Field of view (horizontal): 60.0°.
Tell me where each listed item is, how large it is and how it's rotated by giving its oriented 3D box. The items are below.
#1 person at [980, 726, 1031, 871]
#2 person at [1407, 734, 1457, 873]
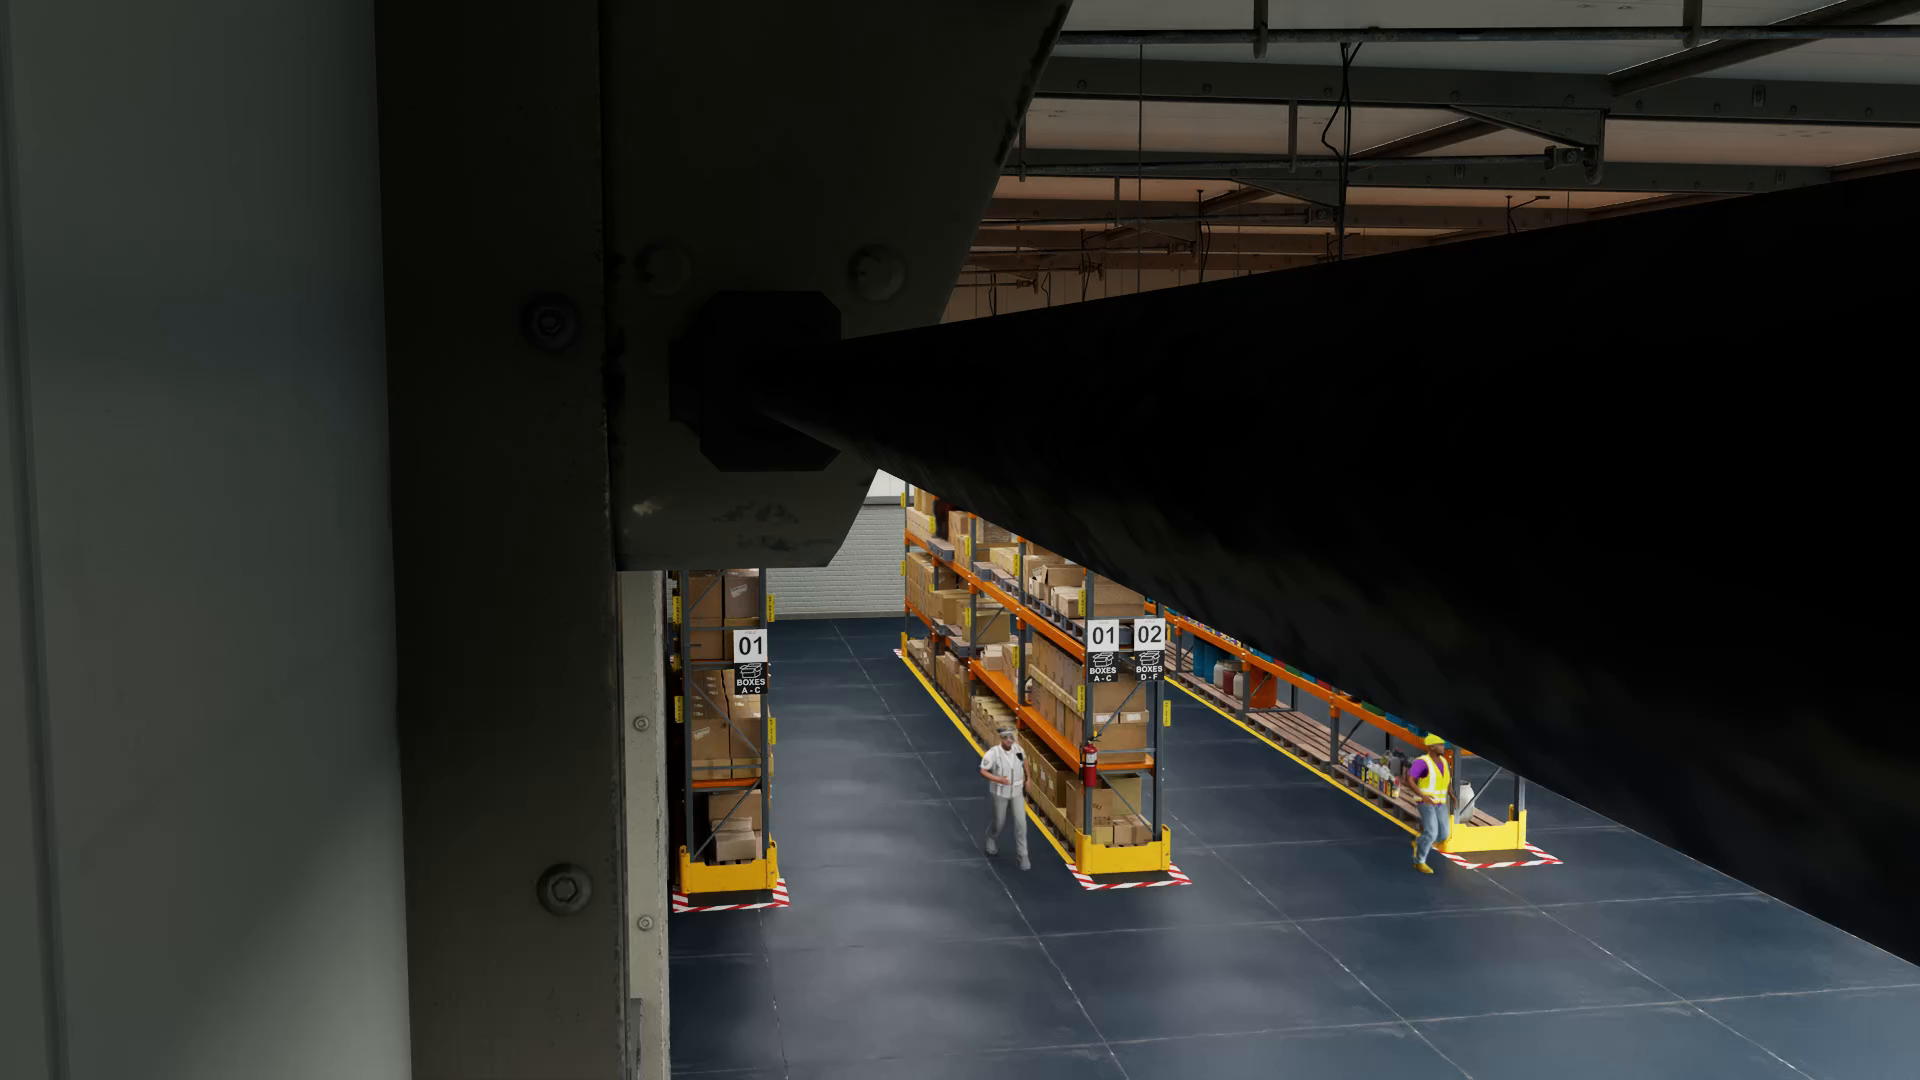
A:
[{"bbox_3d":[0.585,3.248,21.271,0.703,1.817,0.905,-2,6,-17],"label":"person"},{"bbox_3d":[5.960,3.307,20.998,0.772,1.715,0.529,-4,7,-34],"label":"person"}]
